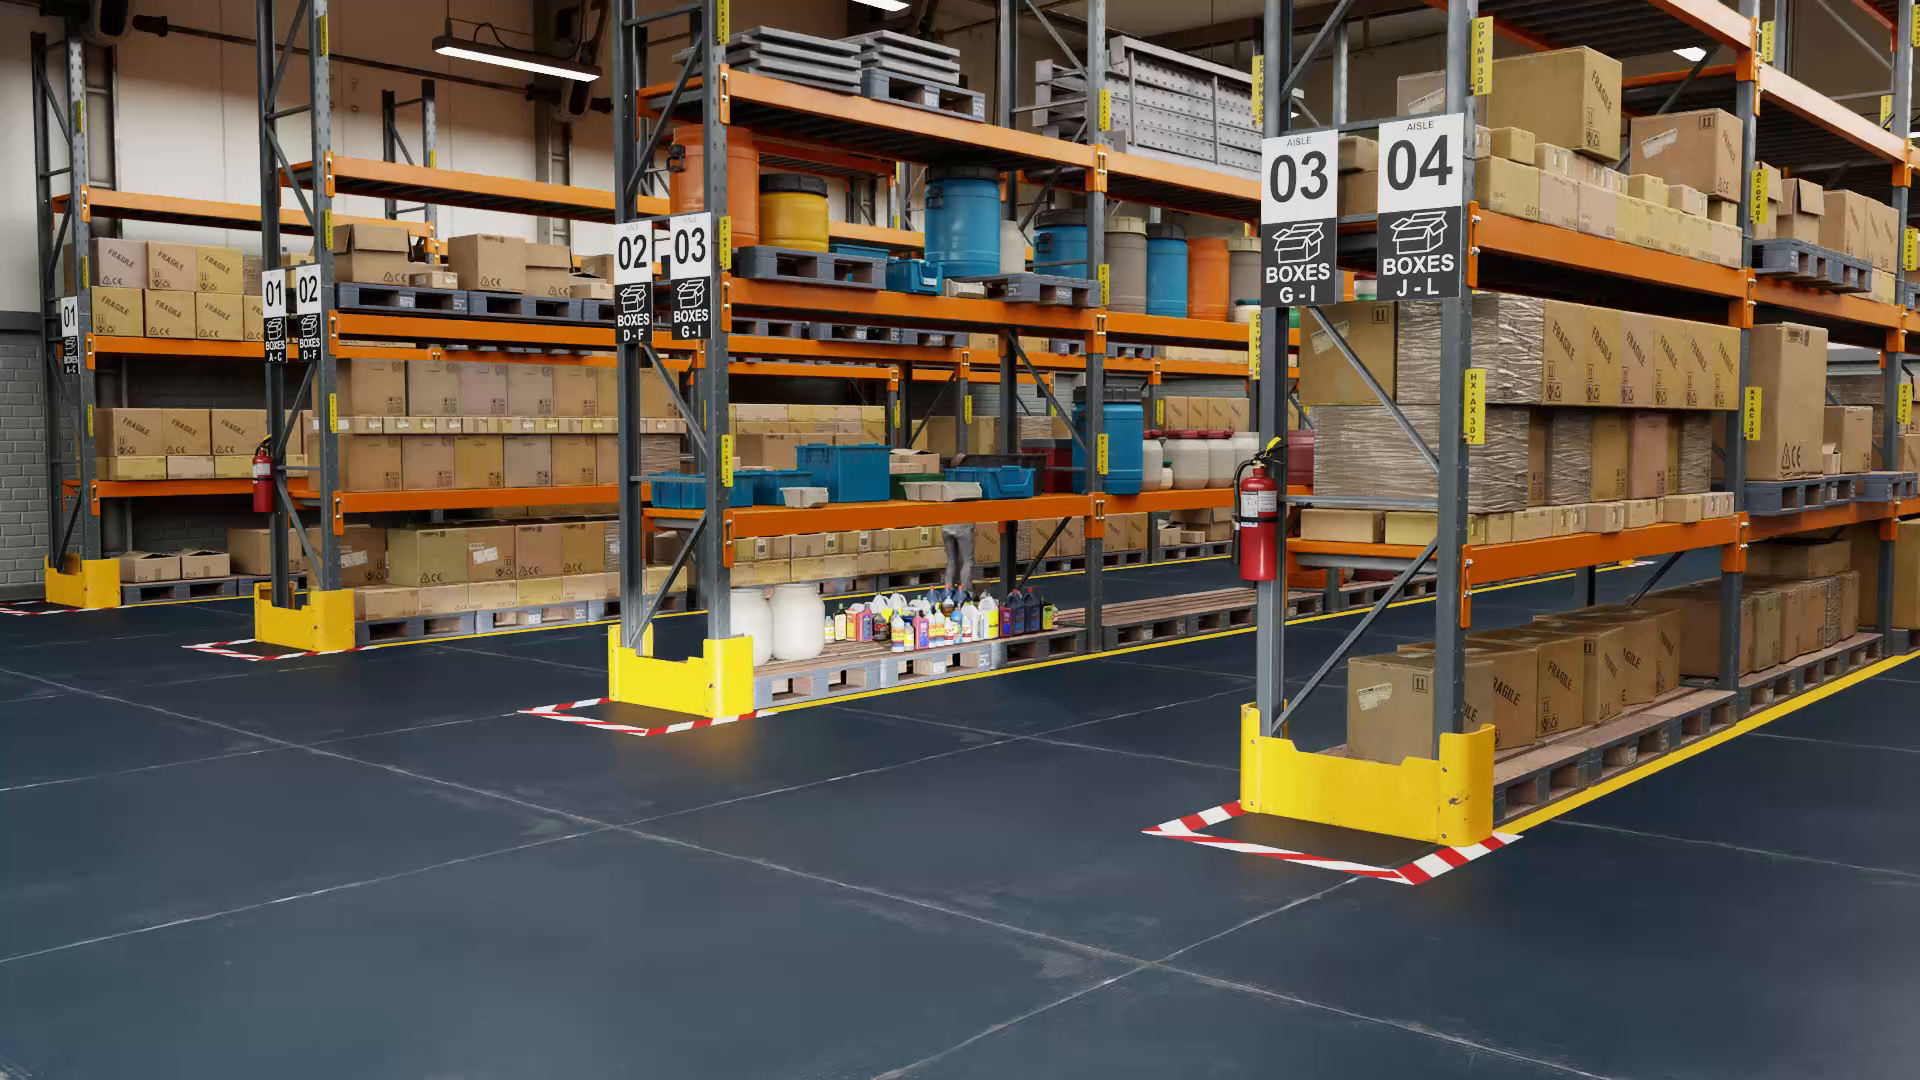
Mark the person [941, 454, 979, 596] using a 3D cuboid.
[{"bbox_3d":[-0.014,-0.097,17.218,0.484,1.592,0.346,3,5,37],"label":"person"}]
